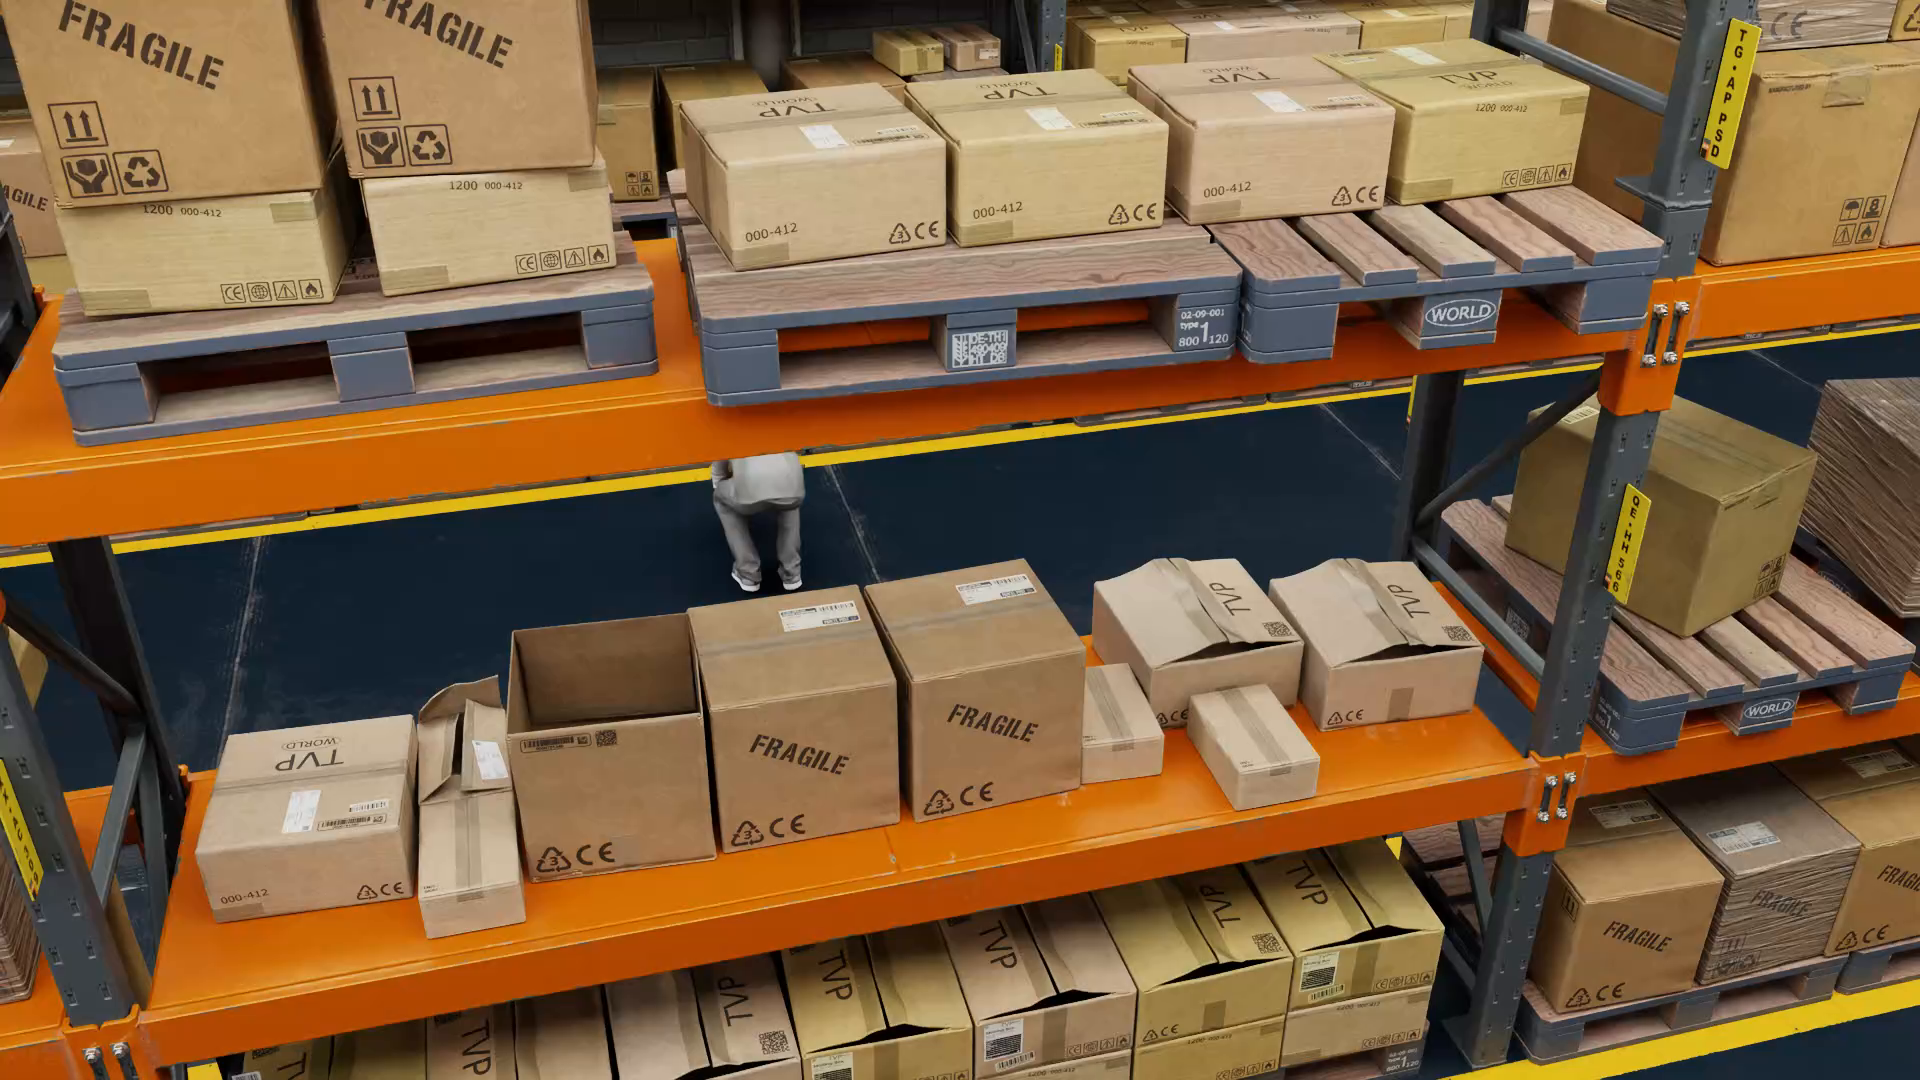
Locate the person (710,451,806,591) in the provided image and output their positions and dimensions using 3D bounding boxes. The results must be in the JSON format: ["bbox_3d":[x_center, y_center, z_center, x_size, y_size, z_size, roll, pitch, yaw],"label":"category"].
[{"bbox_3d":[-0.990,-0.243,8.115,0.425,0.899,0.853,-9,32,-15],"label":"person"}]
